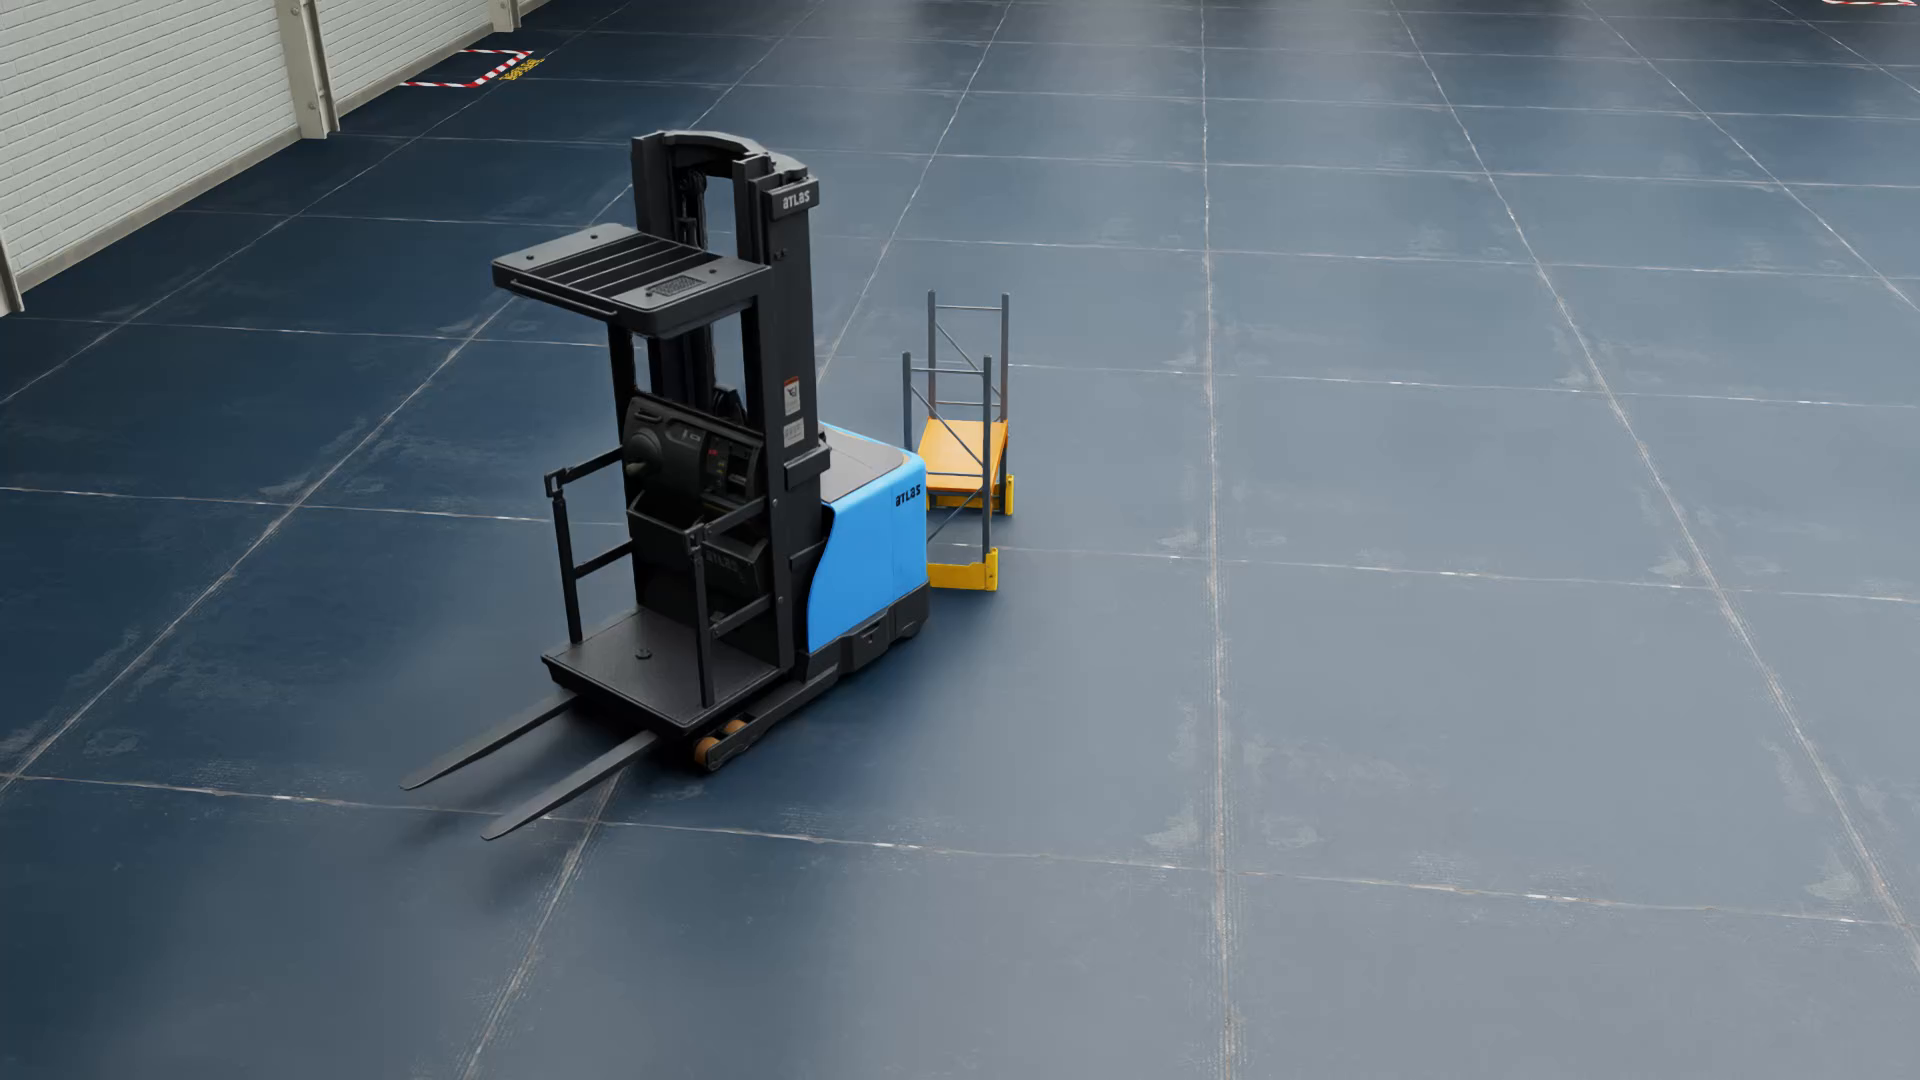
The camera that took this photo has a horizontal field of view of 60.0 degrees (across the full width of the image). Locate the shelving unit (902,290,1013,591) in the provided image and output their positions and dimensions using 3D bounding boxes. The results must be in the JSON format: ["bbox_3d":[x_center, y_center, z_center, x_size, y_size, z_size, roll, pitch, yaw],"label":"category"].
[{"bbox_3d":[-0.009,-0.624,10.120,0.587,1.500,1.083,3,28,6],"label":"shelving unit"}]

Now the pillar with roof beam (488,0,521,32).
[{"bbox_3d":[-2.413,-11.243,21.924,9.100,9.000,0.400,3,28,6],"label":"pillar with roof beam"}]

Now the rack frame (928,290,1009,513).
[{"bbox_3d":[0.052,-0.859,10.556,0.500,1.500,0.032,3,28,6],"label":"rack frame"}]

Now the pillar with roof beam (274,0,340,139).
[{"bbox_3d":[-3.148,-8.419,16.682,9.100,9.000,0.400,3,28,6],"label":"pillar with roof beam"}]

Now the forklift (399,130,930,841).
[{"bbox_3d":[-1.475,-0.394,8.184,1.130,2.935,3.031,20,34,33],"label":"forklift"}]

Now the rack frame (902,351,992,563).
[{"bbox_3d":[-0.073,-0.381,9.668,0.500,1.500,0.032,3,28,6],"label":"rack frame"}]

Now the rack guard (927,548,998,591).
[{"bbox_3d":[-0.070,0.160,9.981,0.587,0.250,0.087,3,28,6],"label":"rack guard"}]

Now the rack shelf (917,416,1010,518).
[{"bbox_3d":[-0.010,-0.462,10.197,0.538,0.185,1.000,3,28,6],"label":"rack shelf"}]

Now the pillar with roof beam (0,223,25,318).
[{"bbox_3d":[-3.883,-5.595,11.439,9.100,9.000,0.400,3,28,6],"label":"pillar with roof beam"}]

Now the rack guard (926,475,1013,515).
[{"bbox_3d":[0.052,-0.309,10.851,0.587,0.250,0.087,3,28,6],"label":"rack guard"}]
